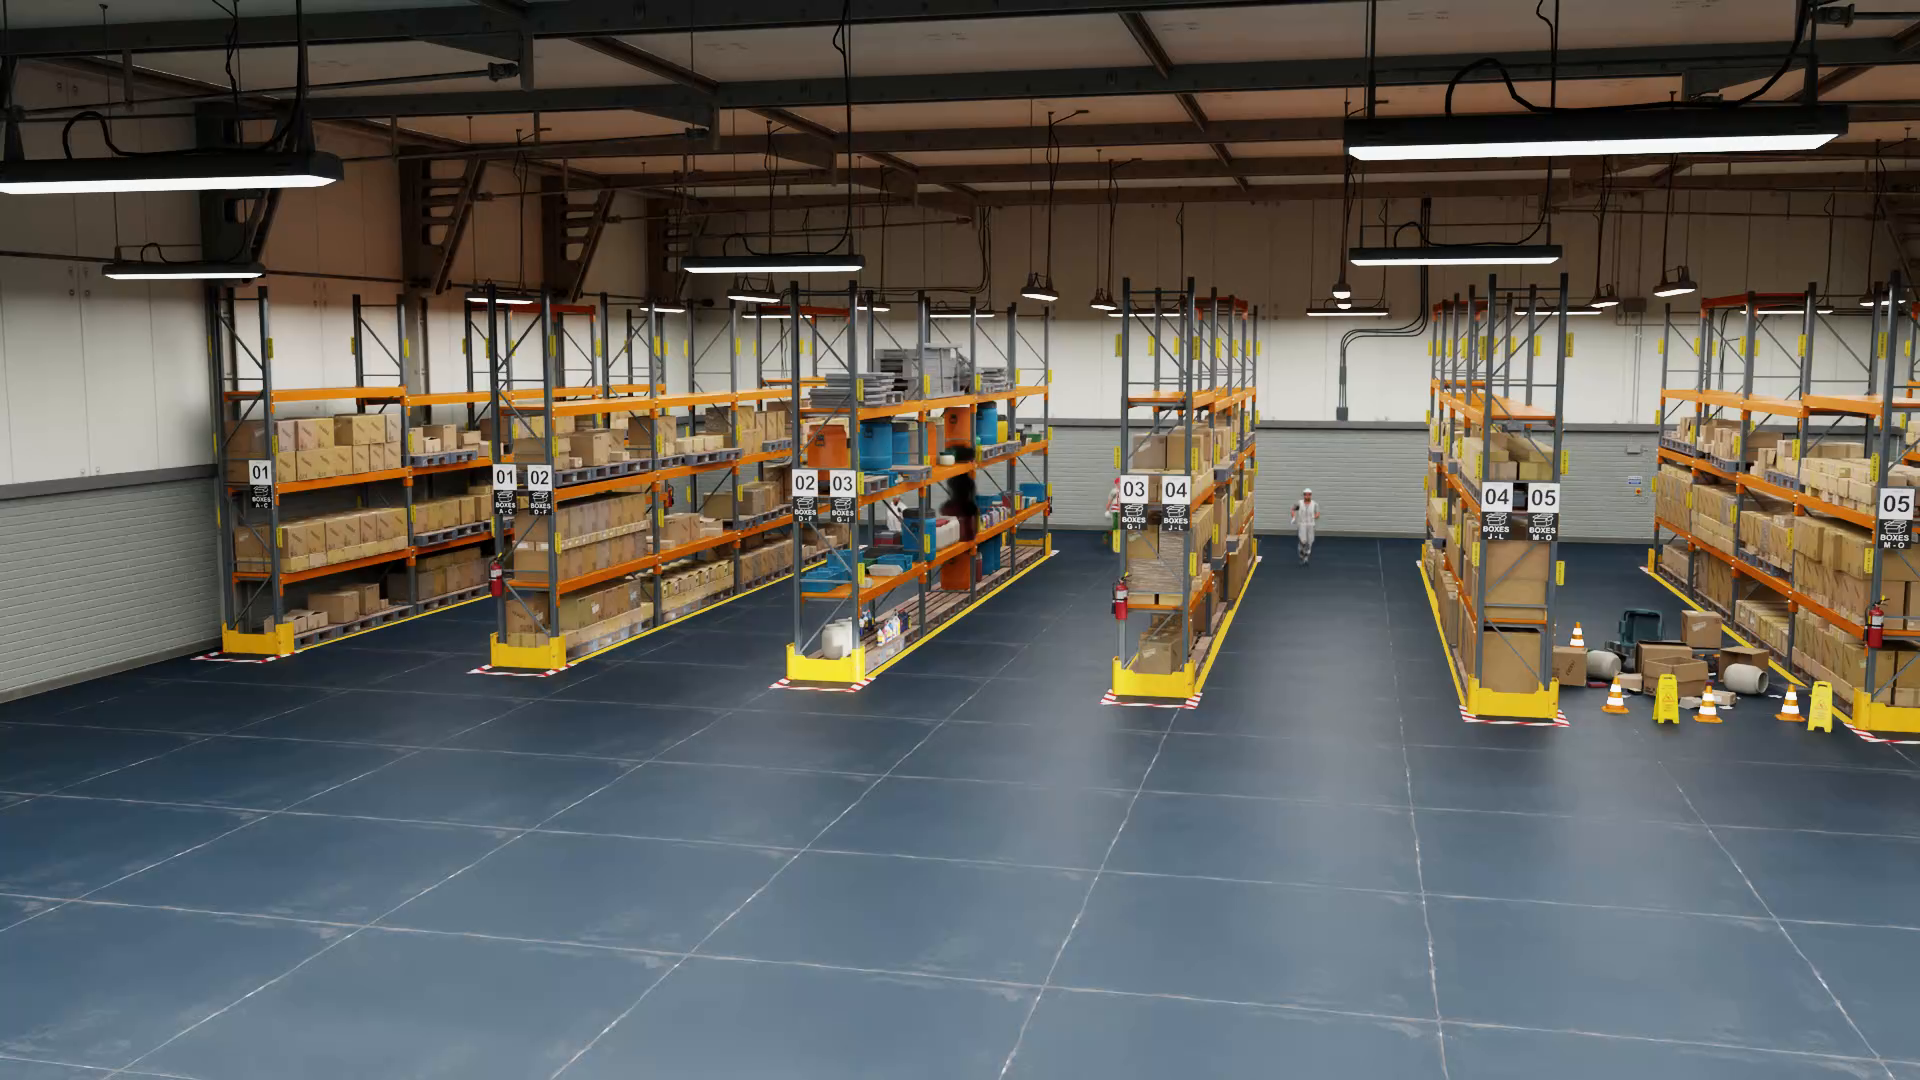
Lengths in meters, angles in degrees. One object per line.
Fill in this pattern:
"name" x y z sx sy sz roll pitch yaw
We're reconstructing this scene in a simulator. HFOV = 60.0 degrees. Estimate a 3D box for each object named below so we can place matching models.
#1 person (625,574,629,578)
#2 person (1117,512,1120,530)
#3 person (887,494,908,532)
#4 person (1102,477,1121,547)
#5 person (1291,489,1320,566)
"person" -7.413 0.149 35.710 0.592 1.538 0.733 0 7 -4
"person" 3.547 -0.070 34.516 0.635 1.745 0.651 1 7 12
"person" -1.362 -0.194 36.153 0.592 1.710 0.743 2 7 15
"person" 3.902 -0.678 41.760 0.557 1.794 0.654 6 9 40
"person" 7.994 -0.297 38.411 0.641 1.784 0.703 0 7 1
